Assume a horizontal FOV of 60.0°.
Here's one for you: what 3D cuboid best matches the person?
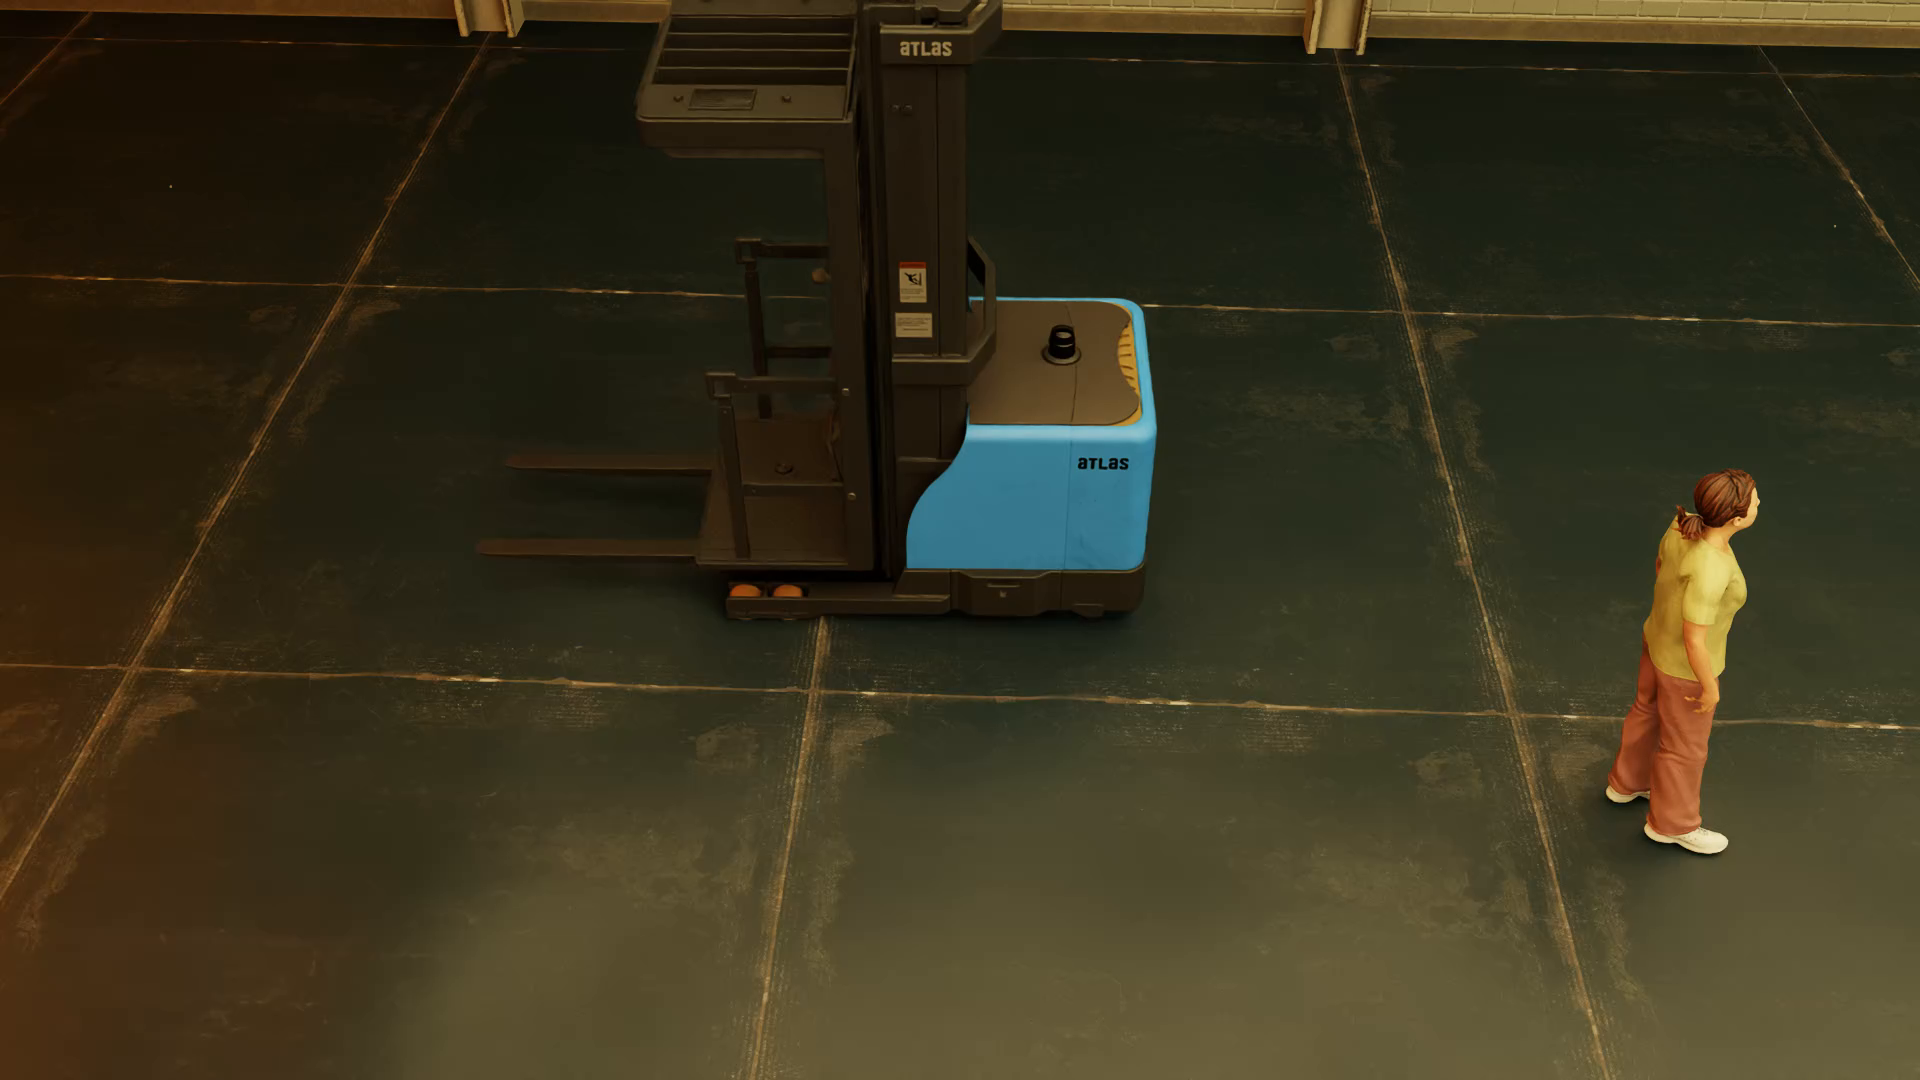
[{"bbox_3d":[2.764,0.428,6.194,0.548,1.673,0.555,3,42,3],"label":"person"}]

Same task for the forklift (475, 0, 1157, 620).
[{"bbox_3d":[-0.680,-1.076,6.921,3.031,2.935,1.130,1,42,1],"label":"forklift"}]
